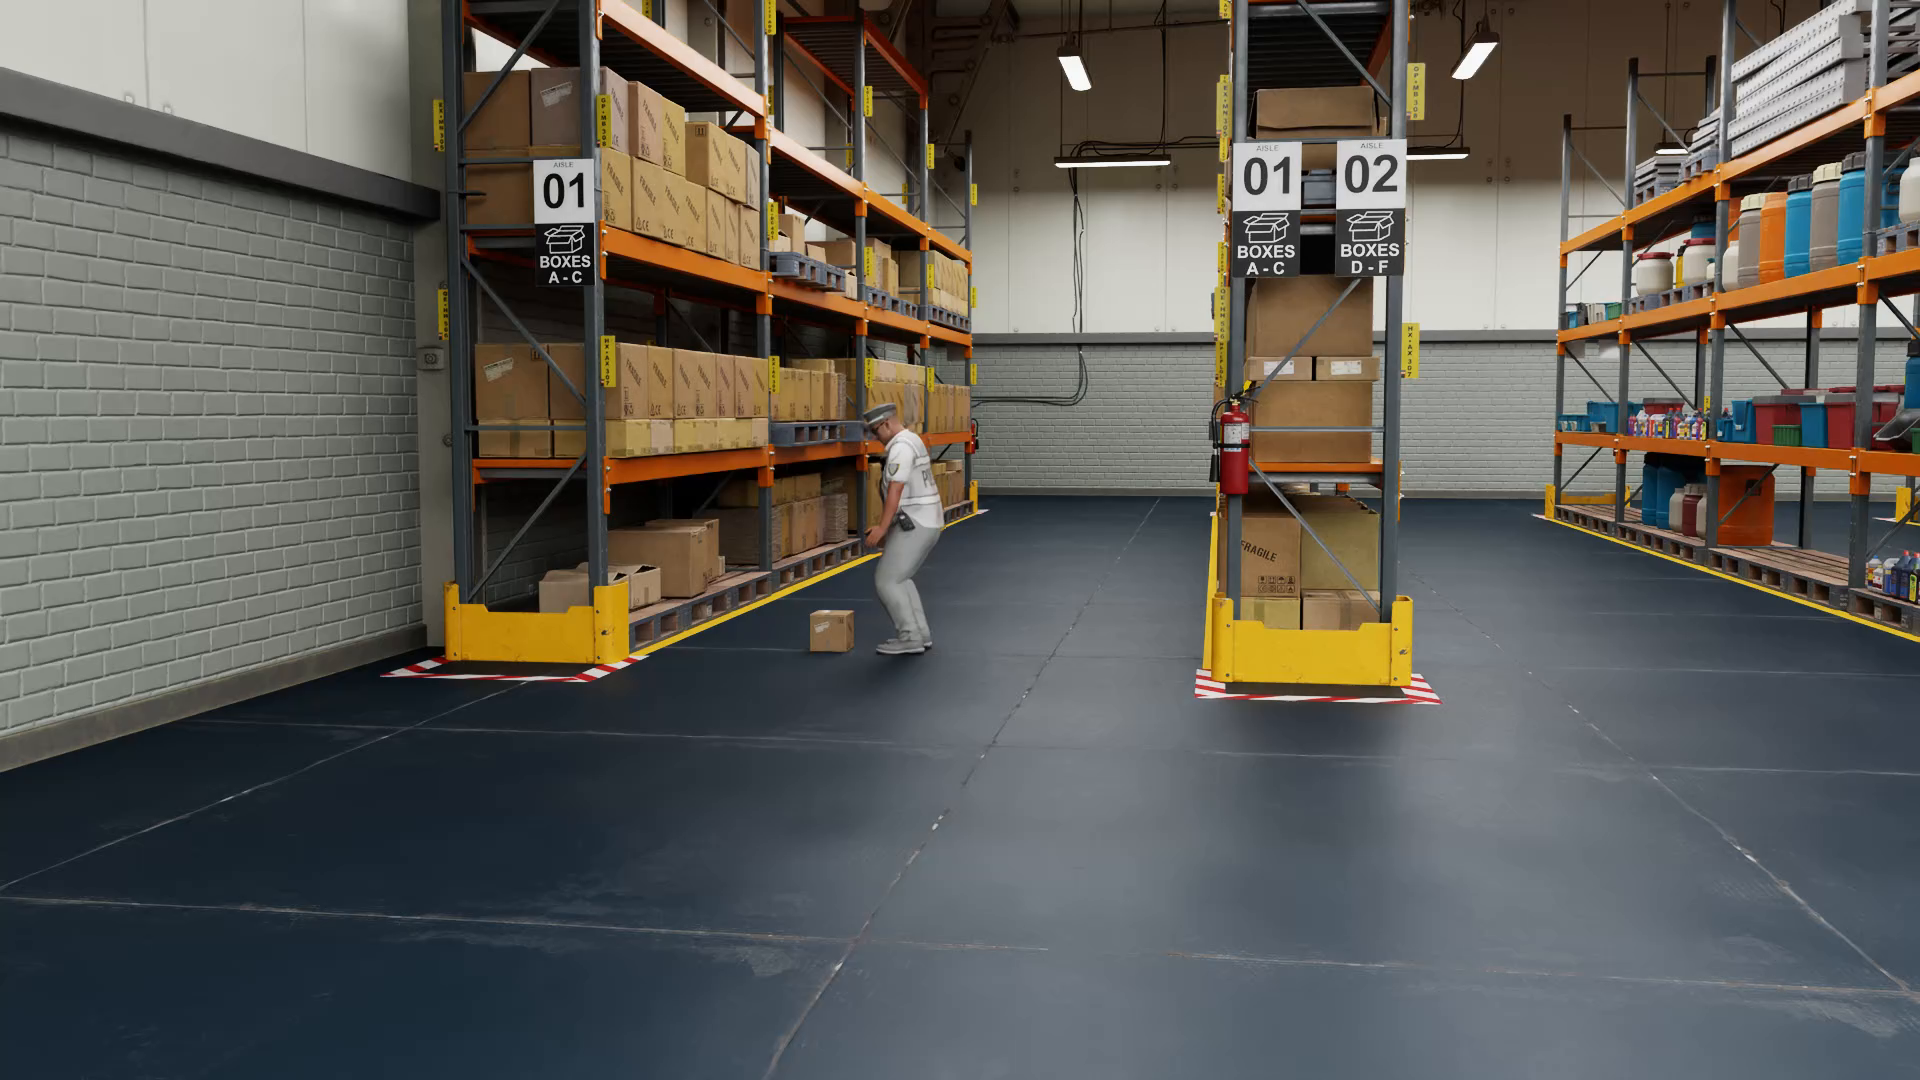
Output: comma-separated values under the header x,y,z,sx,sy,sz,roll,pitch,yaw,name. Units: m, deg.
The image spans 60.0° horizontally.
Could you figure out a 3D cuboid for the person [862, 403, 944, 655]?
x,y,z,sx,sy,sz,roll,pitch,yaw,name
-0.388,-0.078,11.166,0.539,1.678,0.564,1,5,10,person
